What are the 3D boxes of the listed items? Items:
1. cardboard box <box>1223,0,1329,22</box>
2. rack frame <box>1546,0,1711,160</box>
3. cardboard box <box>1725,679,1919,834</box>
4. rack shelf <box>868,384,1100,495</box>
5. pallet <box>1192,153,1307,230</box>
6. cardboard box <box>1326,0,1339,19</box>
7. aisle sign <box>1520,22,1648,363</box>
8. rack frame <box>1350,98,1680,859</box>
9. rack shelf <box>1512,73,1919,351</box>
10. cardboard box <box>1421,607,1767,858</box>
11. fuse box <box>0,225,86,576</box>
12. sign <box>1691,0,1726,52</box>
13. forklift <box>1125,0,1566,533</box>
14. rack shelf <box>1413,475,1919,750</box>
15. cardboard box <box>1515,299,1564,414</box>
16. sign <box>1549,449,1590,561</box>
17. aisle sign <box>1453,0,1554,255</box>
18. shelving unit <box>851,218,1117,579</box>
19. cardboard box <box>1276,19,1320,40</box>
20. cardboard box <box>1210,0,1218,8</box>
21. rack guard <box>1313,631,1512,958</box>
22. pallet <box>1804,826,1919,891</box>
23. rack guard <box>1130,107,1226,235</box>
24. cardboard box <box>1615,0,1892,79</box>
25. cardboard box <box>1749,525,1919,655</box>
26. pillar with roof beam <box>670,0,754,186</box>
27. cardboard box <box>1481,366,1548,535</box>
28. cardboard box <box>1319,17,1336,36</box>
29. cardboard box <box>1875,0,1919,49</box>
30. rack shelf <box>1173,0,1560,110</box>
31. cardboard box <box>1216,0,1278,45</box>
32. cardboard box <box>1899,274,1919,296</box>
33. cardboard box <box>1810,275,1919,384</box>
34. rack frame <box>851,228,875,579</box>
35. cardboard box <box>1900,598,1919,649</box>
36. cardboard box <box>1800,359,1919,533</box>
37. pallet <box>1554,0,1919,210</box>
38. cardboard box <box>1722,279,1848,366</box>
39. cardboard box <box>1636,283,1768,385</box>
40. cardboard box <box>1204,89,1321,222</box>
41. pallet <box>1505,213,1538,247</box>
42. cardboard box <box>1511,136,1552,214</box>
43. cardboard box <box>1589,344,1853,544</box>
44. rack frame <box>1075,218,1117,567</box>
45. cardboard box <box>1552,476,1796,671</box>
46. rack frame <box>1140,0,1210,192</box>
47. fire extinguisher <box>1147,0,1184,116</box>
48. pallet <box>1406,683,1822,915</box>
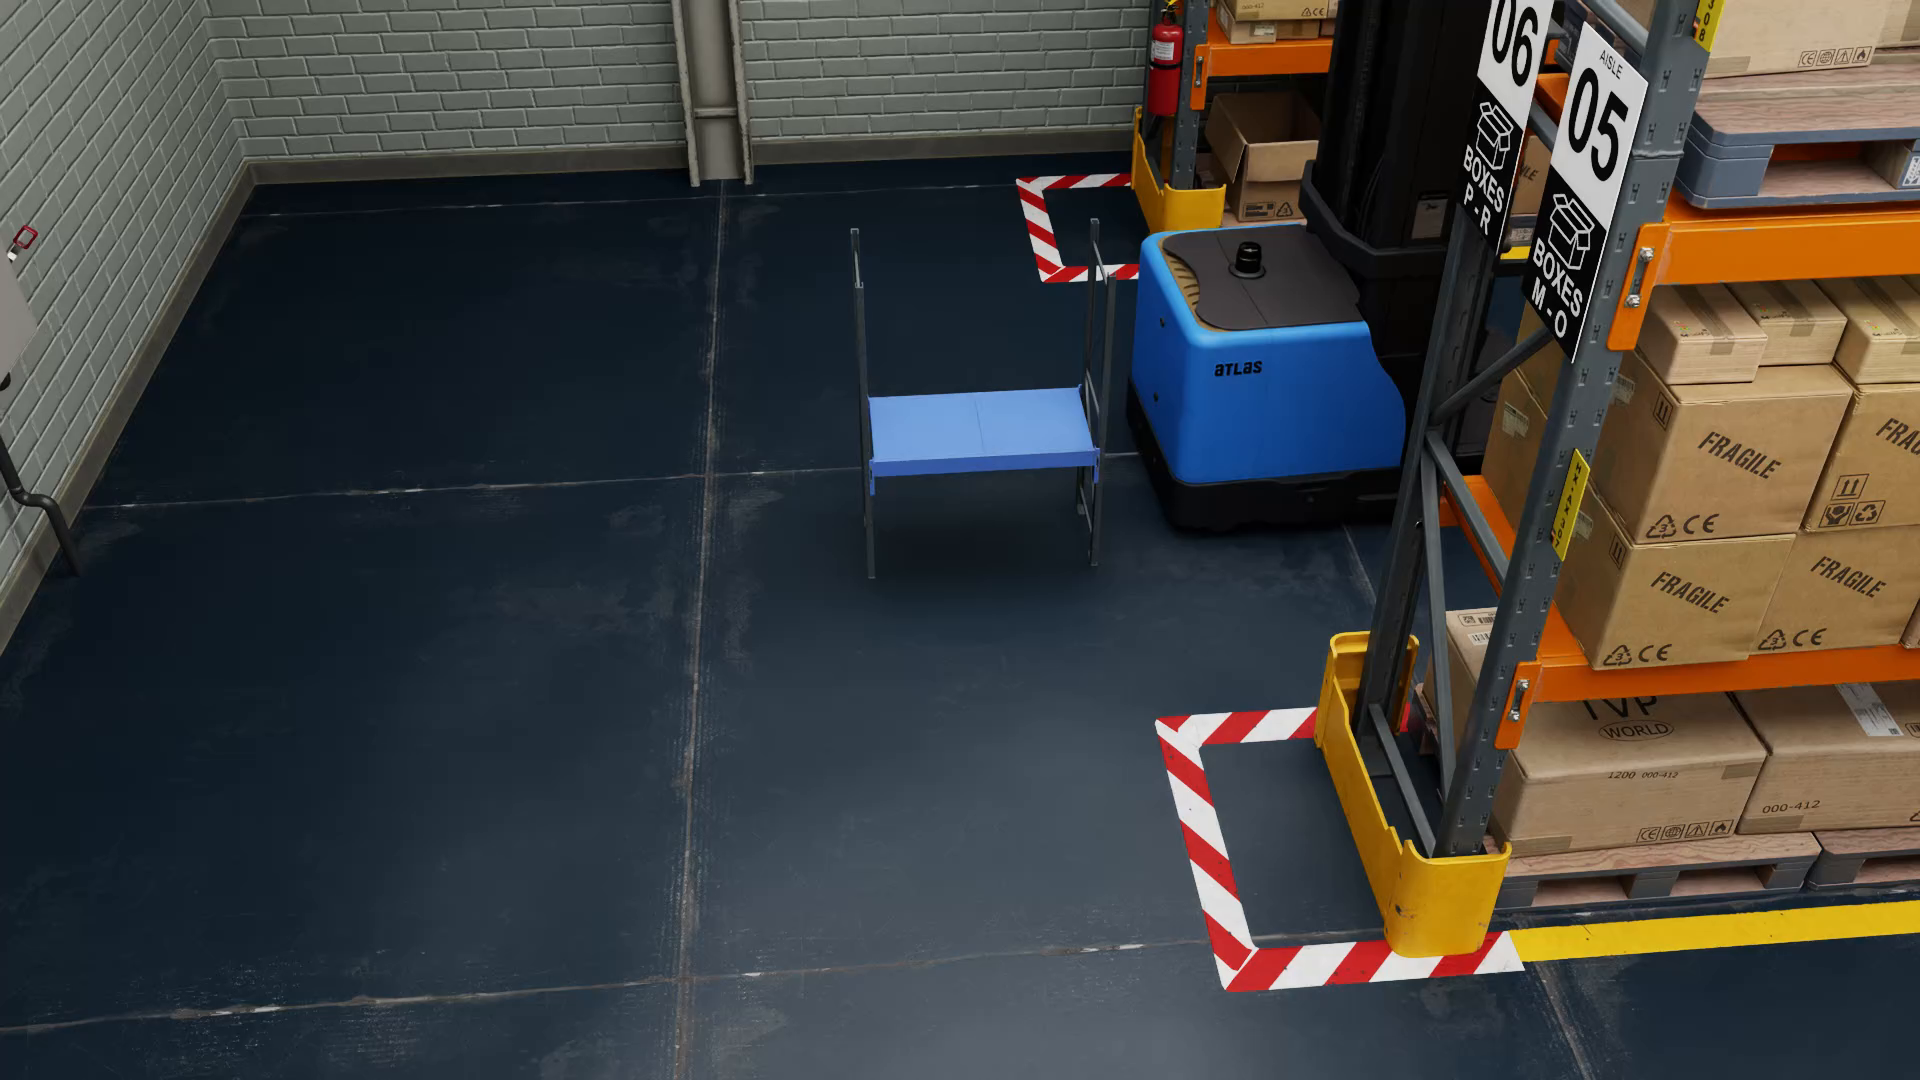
[{"bbox_3d":[1.707,-3.047,9.071,0.500,0.250,0.500,-3,38,-4],"label":"cardboard box"},{"bbox_3d":[1.674,-2.423,3.557,0.127,3.000,1.000,-3,38,-4],"label":"rack frame"},{"bbox_3d":[3.234,0.619,6.273,0.875,0.438,0.875,-2,38,-3],"label":"cardboard box"},{"bbox_3d":[0.085,-0.452,7.403,1.000,0.185,0.538,-3,38,-4],"label":"rack shelf"},{"bbox_3d":[2.101,-2.084,10.221,1.213,0.211,1.003,-3,38,-4],"label":"pallet"},{"bbox_3d":[2.209,-3.075,9.107,0.500,0.250,0.500,-3,38,-3],"label":"cardboard box"},{"bbox_3d":[1.628,-0.906,4.378,0.004,0.787,0.394,-3,38,-4],"label":"aisle sign"},{"bbox_3d":[1.674,-0.068,5.415,0.127,3.000,1.000,-3,38,-4],"label":"rack frame"},{"bbox_3d":[3.666,-1.073,4.848,4.000,0.370,1.077,-3,38,-4],"label":"rack shelf"},{"bbox_3d":[2.323,0.675,6.203,0.875,0.438,0.875,-4,38,-6],"label":"cardboard box"},{"bbox_3d":[-3.981,-0.543,7.056,0.414,1.711,0.539,-3,38,-4],"label":"fuse box"},{"bbox_3d":[1.717,-1.277,3.756,0.005,0.325,0.100,-3,38,-4],"label":"sign"},{"bbox_3d":[2.401,-1.603,7.416,3.031,2.935,1.130,-5,39,-7],"label":"forklift"},{"bbox_3d":[3.666,0.104,5.777,4.000,0.370,1.077,-3,38,-4],"label":"rack shelf"},{"bbox_3d":[2.133,-0.673,5.294,0.500,0.500,0.500,-2,38,-2],"label":"cardboard box"},{"bbox_3d":[1.717,-0.096,4.688,0.005,0.325,0.100,-3,38,-4],"label":"sign"},{"bbox_3d":[1.575,-1.276,4.847,0.004,0.787,0.394,-3,38,-4],"label":"aisle sign"},{"bbox_3d":[0.085,-0.593,7.291,1.048,1.500,0.538,-3,38,-4],"label":"shelving unit"},{"bbox_3d":[1.832,-2.923,9.236,0.250,0.149,0.380,-2,38,-3],"label":"cardboard box"},{"bbox_3d":[1.537,-3.216,9.607,0.250,0.149,0.380,-4,38,-4],"label":"cardboard box"},{"bbox_3d":[1.650,0.914,6.188,0.348,0.500,1.175,-3,38,-4],"label":"rack guard"},{"bbox_3d":[3.676,0.869,6.478,1.213,0.211,1.003,-3,38,-4],"label":"pallet"},{"bbox_3d":[1.306,-2.153,10.076,0.348,0.500,1.175,-3,38,-4],"label":"rack guard"},{"bbox_3d":[2.114,-1.471,4.473,0.500,0.250,0.500,-6,39,-8],"label":"cardboard box"},{"bbox_3d":[2.679,-0.002,5.250,0.500,0.500,0.500,-4,38,-5],"label":"cardboard box"},{"bbox_3d":[-1.153,-3.238,4.589,0.400,9.000,9.100,-3,38,-4],"label":"pillar with roof beam"},{"bbox_3d":[2.131,-0.297,5.624,0.500,0.500,0.500,-3,38,-4],"label":"cardboard box"},{"bbox_3d":[2.090,-2.959,9.282,0.250,0.149,0.380,-4,38,-5],"label":"cardboard box"},{"bbox_3d":[2.525,-1.504,4.596,0.250,0.149,0.380,-6,39,-7],"label":"cardboard box"},{"bbox_3d":[3.223,-2.958,9.658,4.000,0.370,1.077,-3,38,-4],"label":"rack shelf"},{"bbox_3d":[1.583,-2.881,9.182,0.250,0.149,0.380,-3,38,-4],"label":"cardboard box"},{"bbox_3d":[2.837,-0.631,4.716,0.250,0.149,0.380,-4,38,-5],"label":"cardboard box"},{"bbox_3d":[2.576,-0.605,4.684,0.250,0.149,0.380,-2,38,-3],"label":"cardboard box"},{"bbox_3d":[-0.421,-0.566,7.256,0.032,1.500,0.500,-3,38,-4],"label":"rack frame"},{"bbox_3d":[3.187,-0.018,5.271,0.500,0.500,0.500,-3,38,-4],"label":"cardboard box"},{"bbox_3d":[2.692,-0.383,4.926,0.500,0.500,0.500,-4,38,-5],"label":"cardboard box"},{"bbox_3d":[2.412,-1.258,4.573,1.213,0.211,1.003,-3,38,-4],"label":"pallet"},{"bbox_3d":[2.307,-0.662,4.755,0.250,0.149,0.380,-2,38,-3],"label":"cardboard box"},{"bbox_3d":[2.052,-0.603,4.682,0.250,0.149,0.380,-2,38,-3],"label":"cardboard box"},{"bbox_3d":[1.848,-2.291,9.908,0.637,0.503,0.797,-5,39,-6],"label":"cardboard box"},{"bbox_3d":[3.313,-2.149,10.304,1.213,0.211,1.003,-3,38,-4],"label":"pallet"},{"bbox_3d":[3.239,-2.279,9.896,0.500,0.500,0.500,-2,38,-3],"label":"cardboard box"},{"bbox_3d":[2.177,-0.351,4.885,0.500,0.500,0.500,-4,38,-5],"label":"cardboard box"},{"bbox_3d":[0.591,-0.621,7.327,0.032,1.500,0.500,-3,38,-4],"label":"rack frame"},{"bbox_3d":[2.178,0.043,5.193,0.500,0.500,0.500,-3,38,-4],"label":"cardboard box"},{"bbox_3d":[1.231,-3.131,9.296,0.127,3.000,1.000,-3,38,-4],"label":"rack frame"},{"bbox_3d":[1.125,-2.661,9.064,0.183,0.674,0.296,-3,38,-4],"label":"fire extinguisher"},{"bbox_3d":[2.464,0.934,6.396,1.213,0.211,1.003,-3,38,-4],"label":"pallet"}]
